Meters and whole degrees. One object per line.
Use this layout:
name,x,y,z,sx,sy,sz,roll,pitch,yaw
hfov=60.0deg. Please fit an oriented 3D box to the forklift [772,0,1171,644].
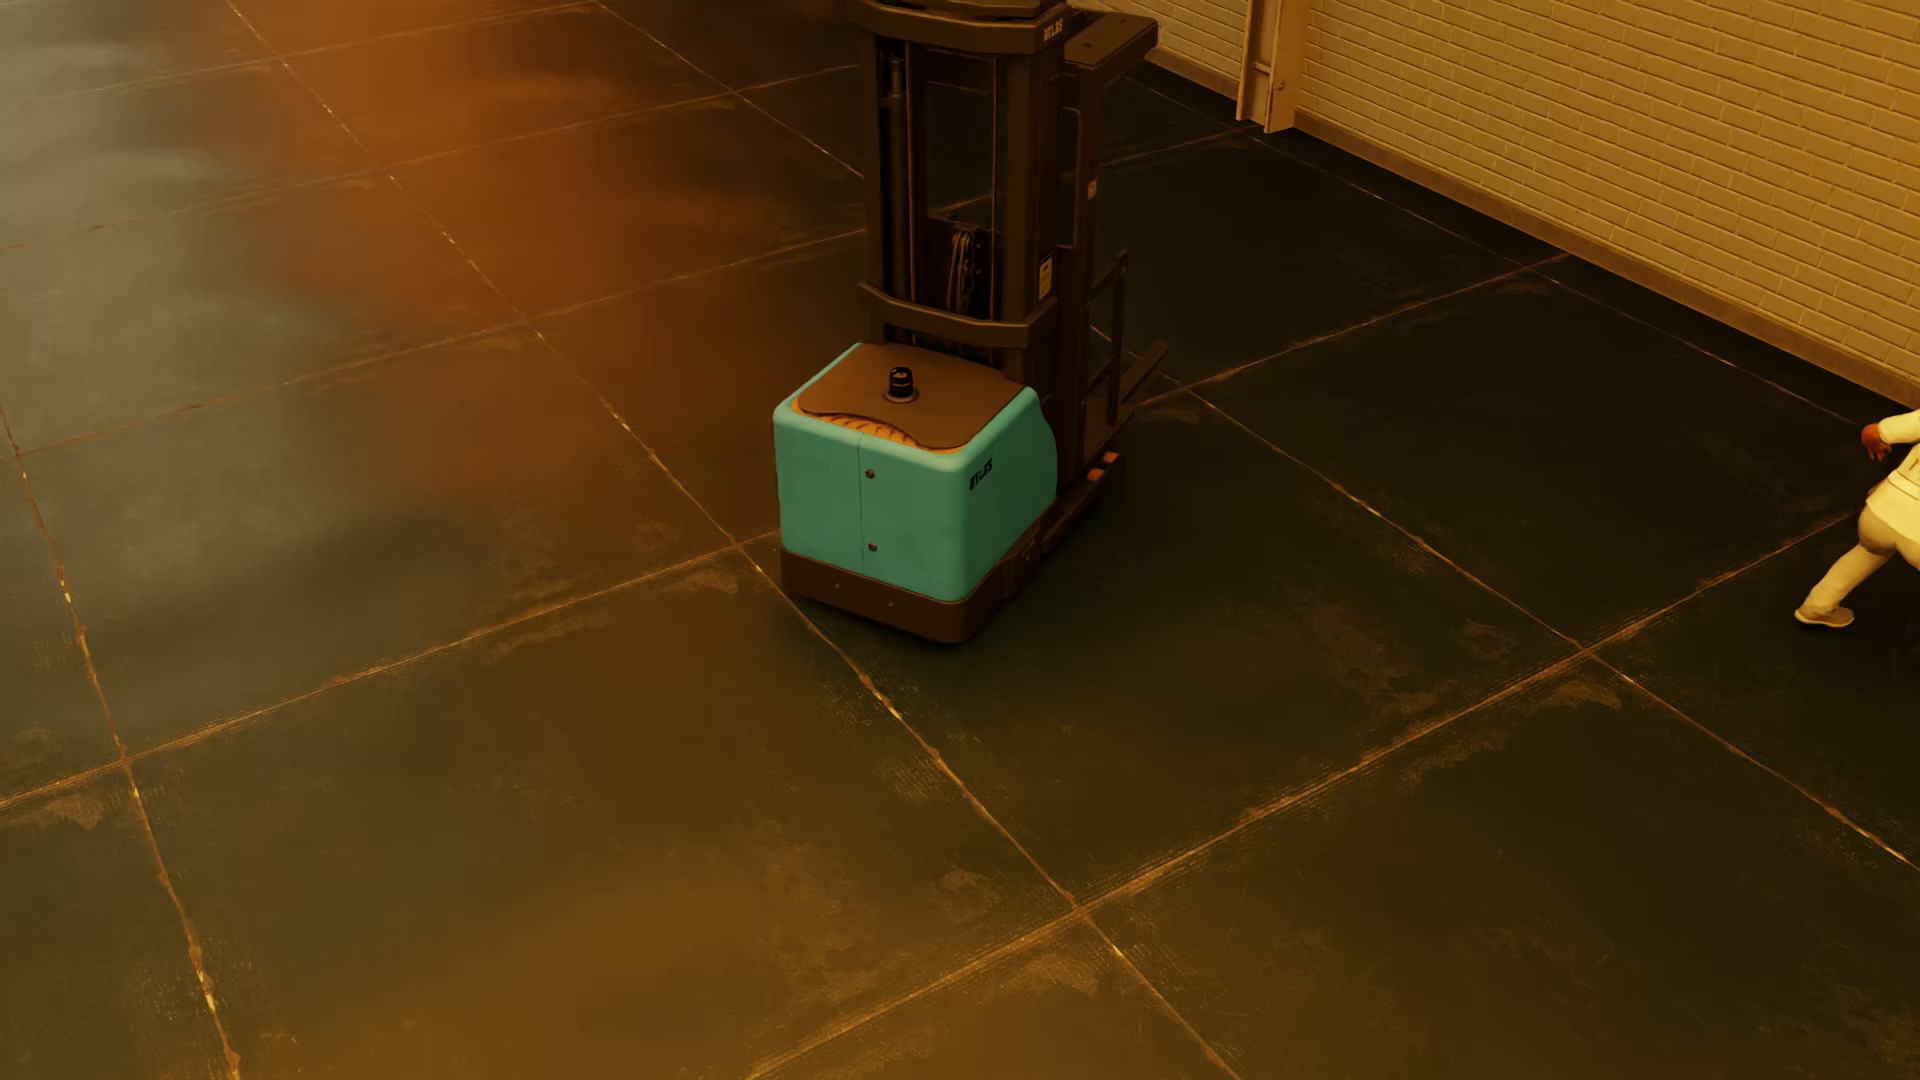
forklift,0.257,-1.535,8.333,1.130,2.935,3.031,17,39,23

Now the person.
person,4.423,-0.039,7.529,0.520,1.567,0.936,-24,41,-30
